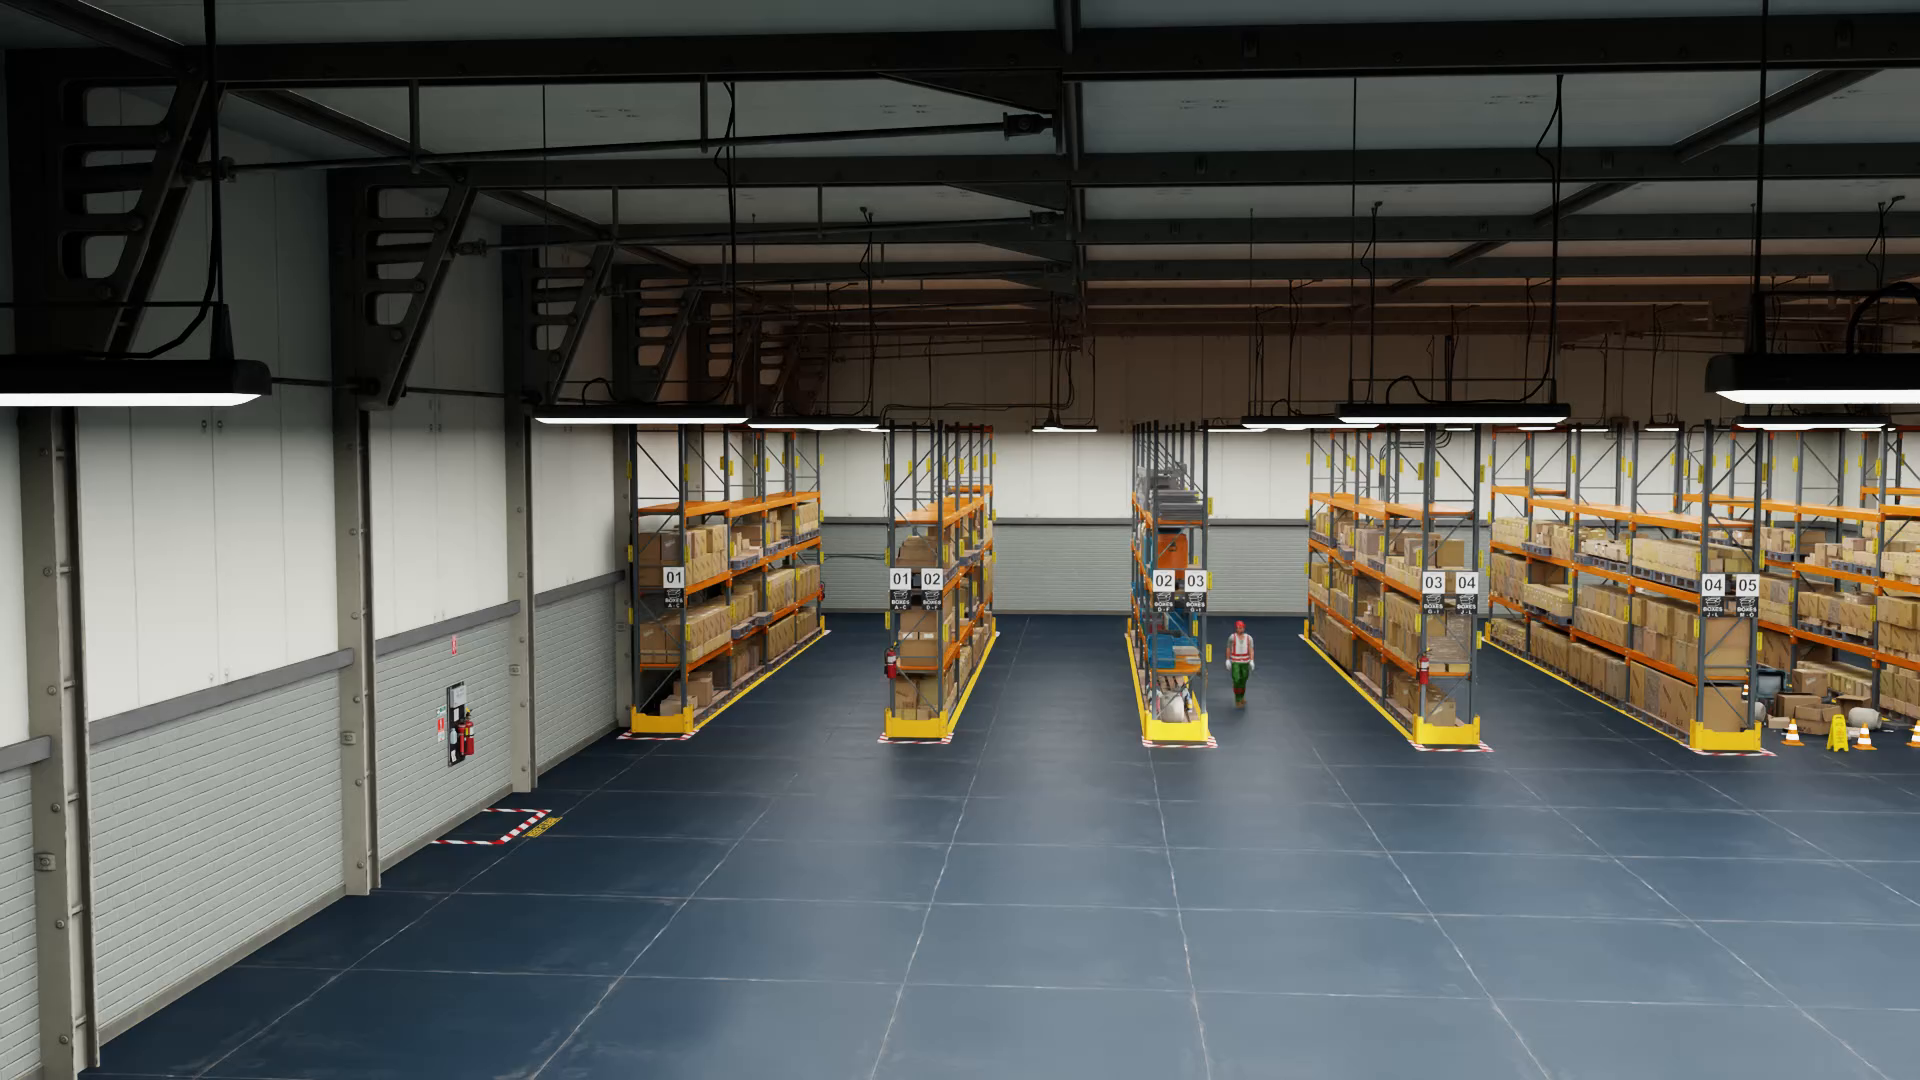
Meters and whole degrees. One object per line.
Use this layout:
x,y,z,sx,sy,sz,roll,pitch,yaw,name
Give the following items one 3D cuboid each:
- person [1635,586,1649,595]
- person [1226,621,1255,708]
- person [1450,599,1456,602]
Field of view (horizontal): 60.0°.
19.728,1.808,48.077,0.964,1.742,0.546,0,4,-1,person
5.922,2.641,35.103,0.562,1.874,0.601,0,4,-2,person
13.403,2.001,45.624,0.412,1.602,1.045,0,4,2,person
